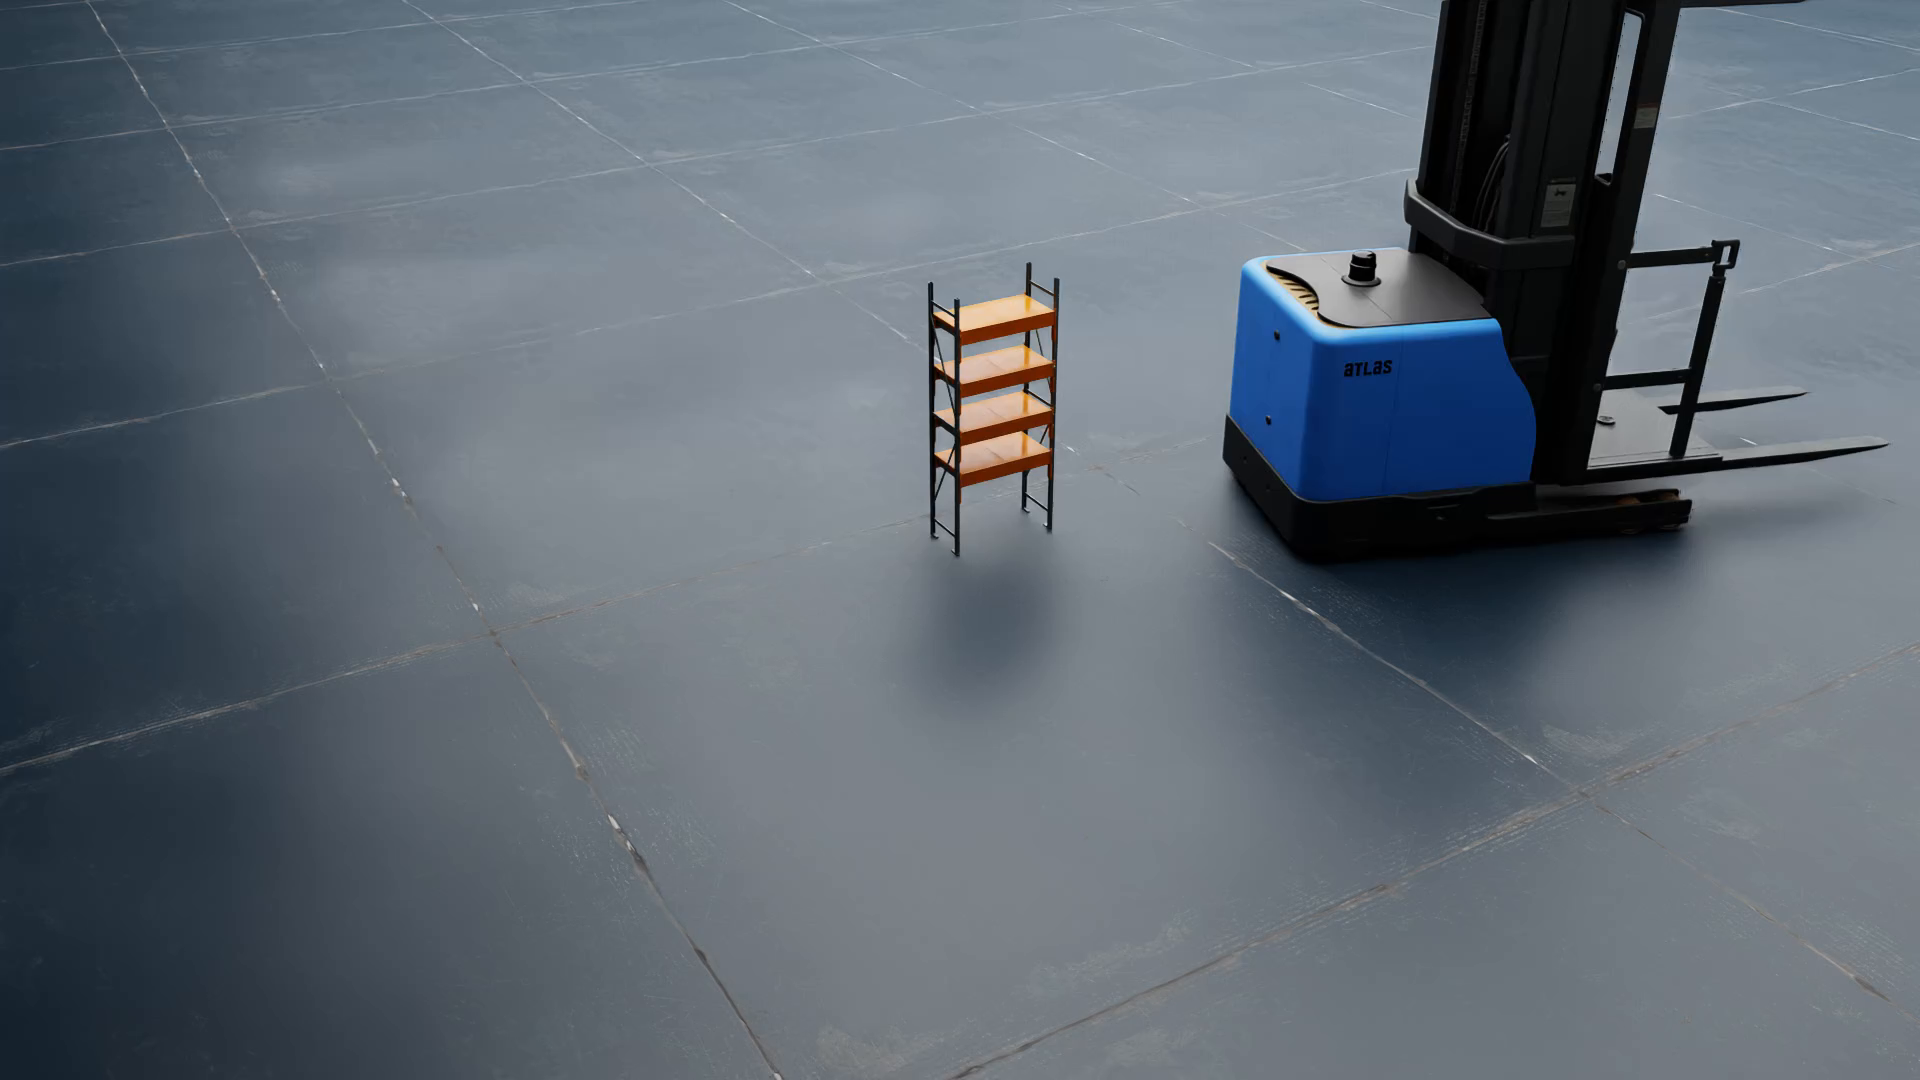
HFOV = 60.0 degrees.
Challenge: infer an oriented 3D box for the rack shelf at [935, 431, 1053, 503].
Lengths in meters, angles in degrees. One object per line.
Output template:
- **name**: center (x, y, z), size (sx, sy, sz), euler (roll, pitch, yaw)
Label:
- **rack shelf**: center (0.143, -0.333, 7.400), size (0.480, 0.148, 0.258), euler (-16, 33, -26)

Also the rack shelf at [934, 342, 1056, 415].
- **rack shelf**: center (0.143, -0.703, 7.196), size (0.480, 0.148, 0.258), euler (-16, 33, -26)

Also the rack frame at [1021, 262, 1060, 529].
- **rack frame**: center (0.353, -0.626, 7.379), size (0.015, 1.200, 0.240), euler (-16, 33, -26)

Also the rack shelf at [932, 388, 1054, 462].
- **rack shelf**: center (0.143, -0.507, 7.304), size (0.480, 0.148, 0.258), euler (-16, 33, -26)

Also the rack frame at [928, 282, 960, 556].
- **rack frame**: center (-0.068, -0.506, 7.163), size (0.015, 1.200, 0.240), euler (-16, 33, -26)

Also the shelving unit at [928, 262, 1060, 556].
- **shelving unit**: center (0.143, -0.566, 7.271), size (0.503, 1.200, 0.258), euler (-16, 33, -26)

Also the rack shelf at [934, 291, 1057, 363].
- **rack shelf**: center (0.143, -0.910, 7.081), size (0.480, 0.148, 0.258), euler (-16, 33, -26)

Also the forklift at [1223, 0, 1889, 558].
- **forklift**: center (2.842, -1.554, 7.270), size (3.031, 2.935, 1.130), euler (-6, 29, -10)
